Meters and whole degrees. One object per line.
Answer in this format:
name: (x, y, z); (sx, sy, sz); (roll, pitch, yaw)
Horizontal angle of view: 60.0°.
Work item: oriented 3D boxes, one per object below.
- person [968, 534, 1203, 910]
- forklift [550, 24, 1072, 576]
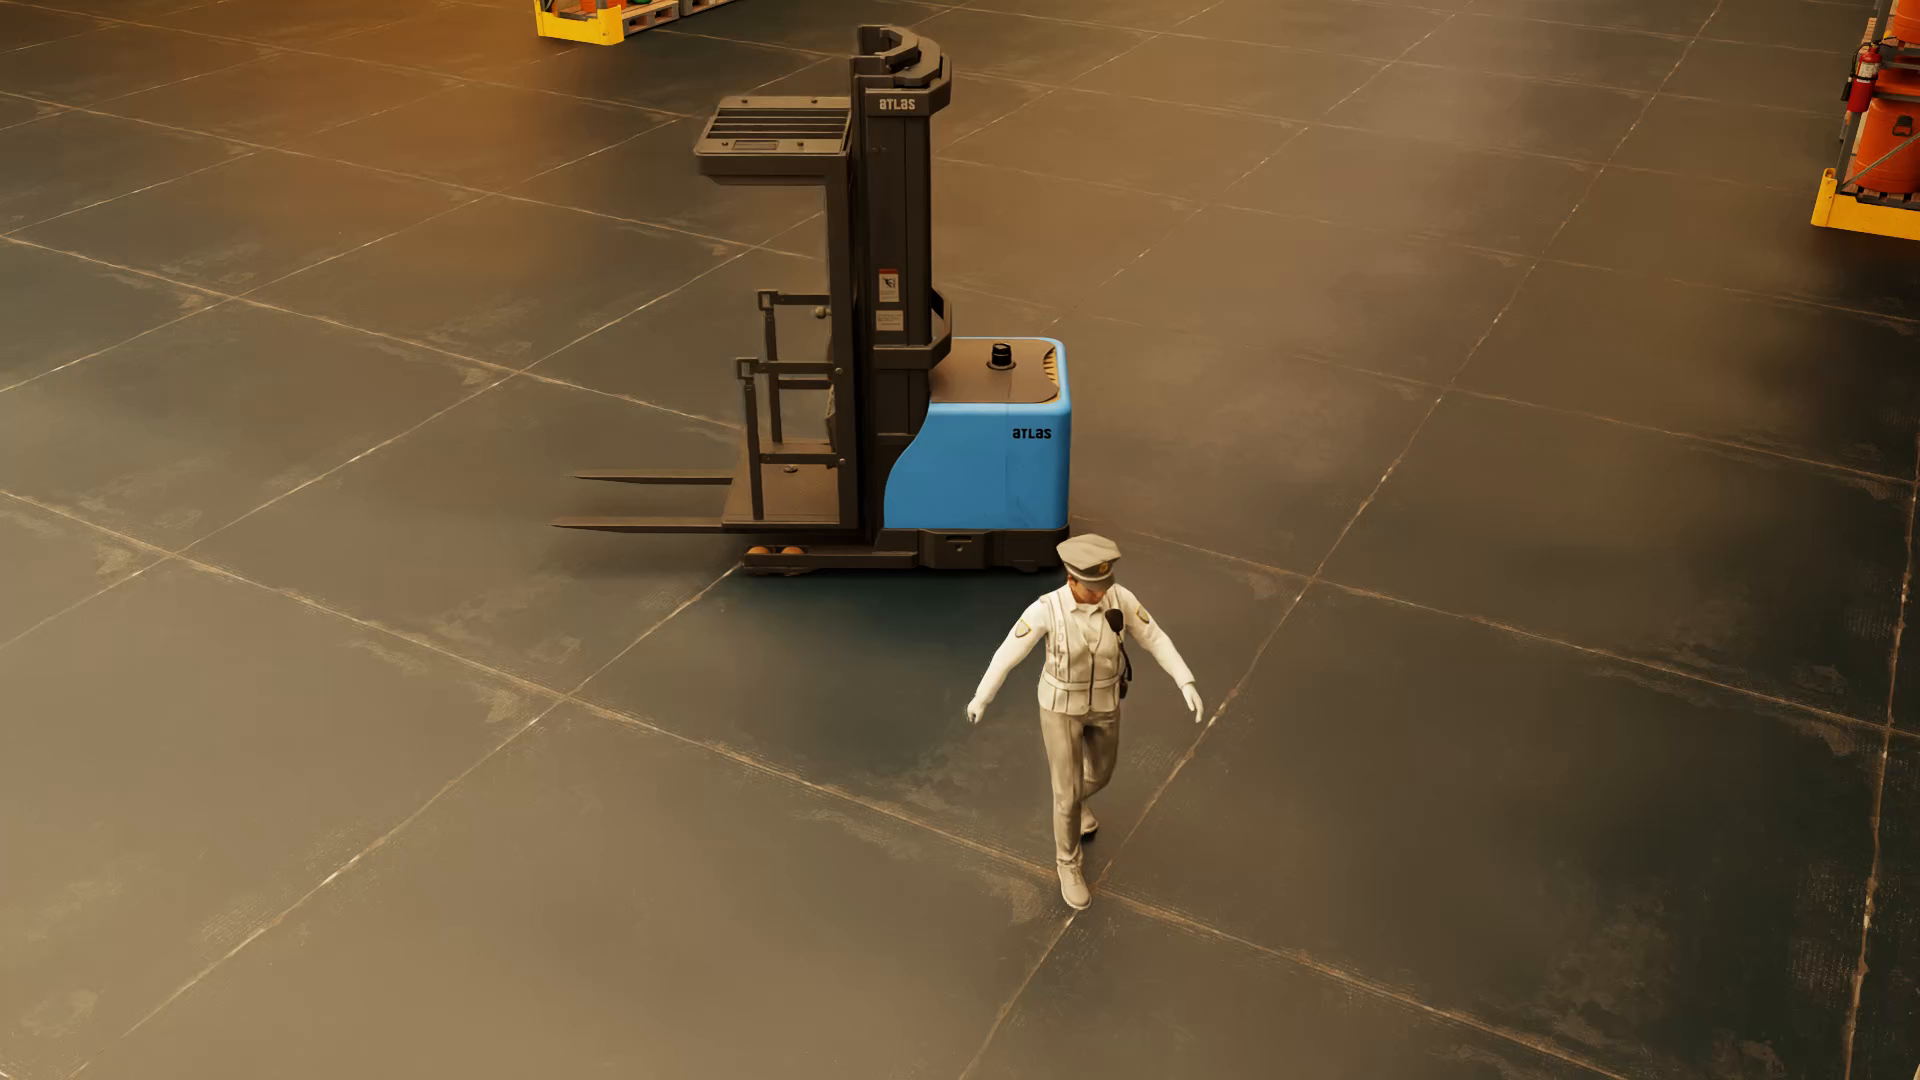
person: (0.503, 0.734, 7.103); (0.879, 1.650, 0.726); (-8, 31, -14)
forklift: (-0.878, -1.325, 9.366); (3.031, 2.935, 1.130); (0, 30, 1)
